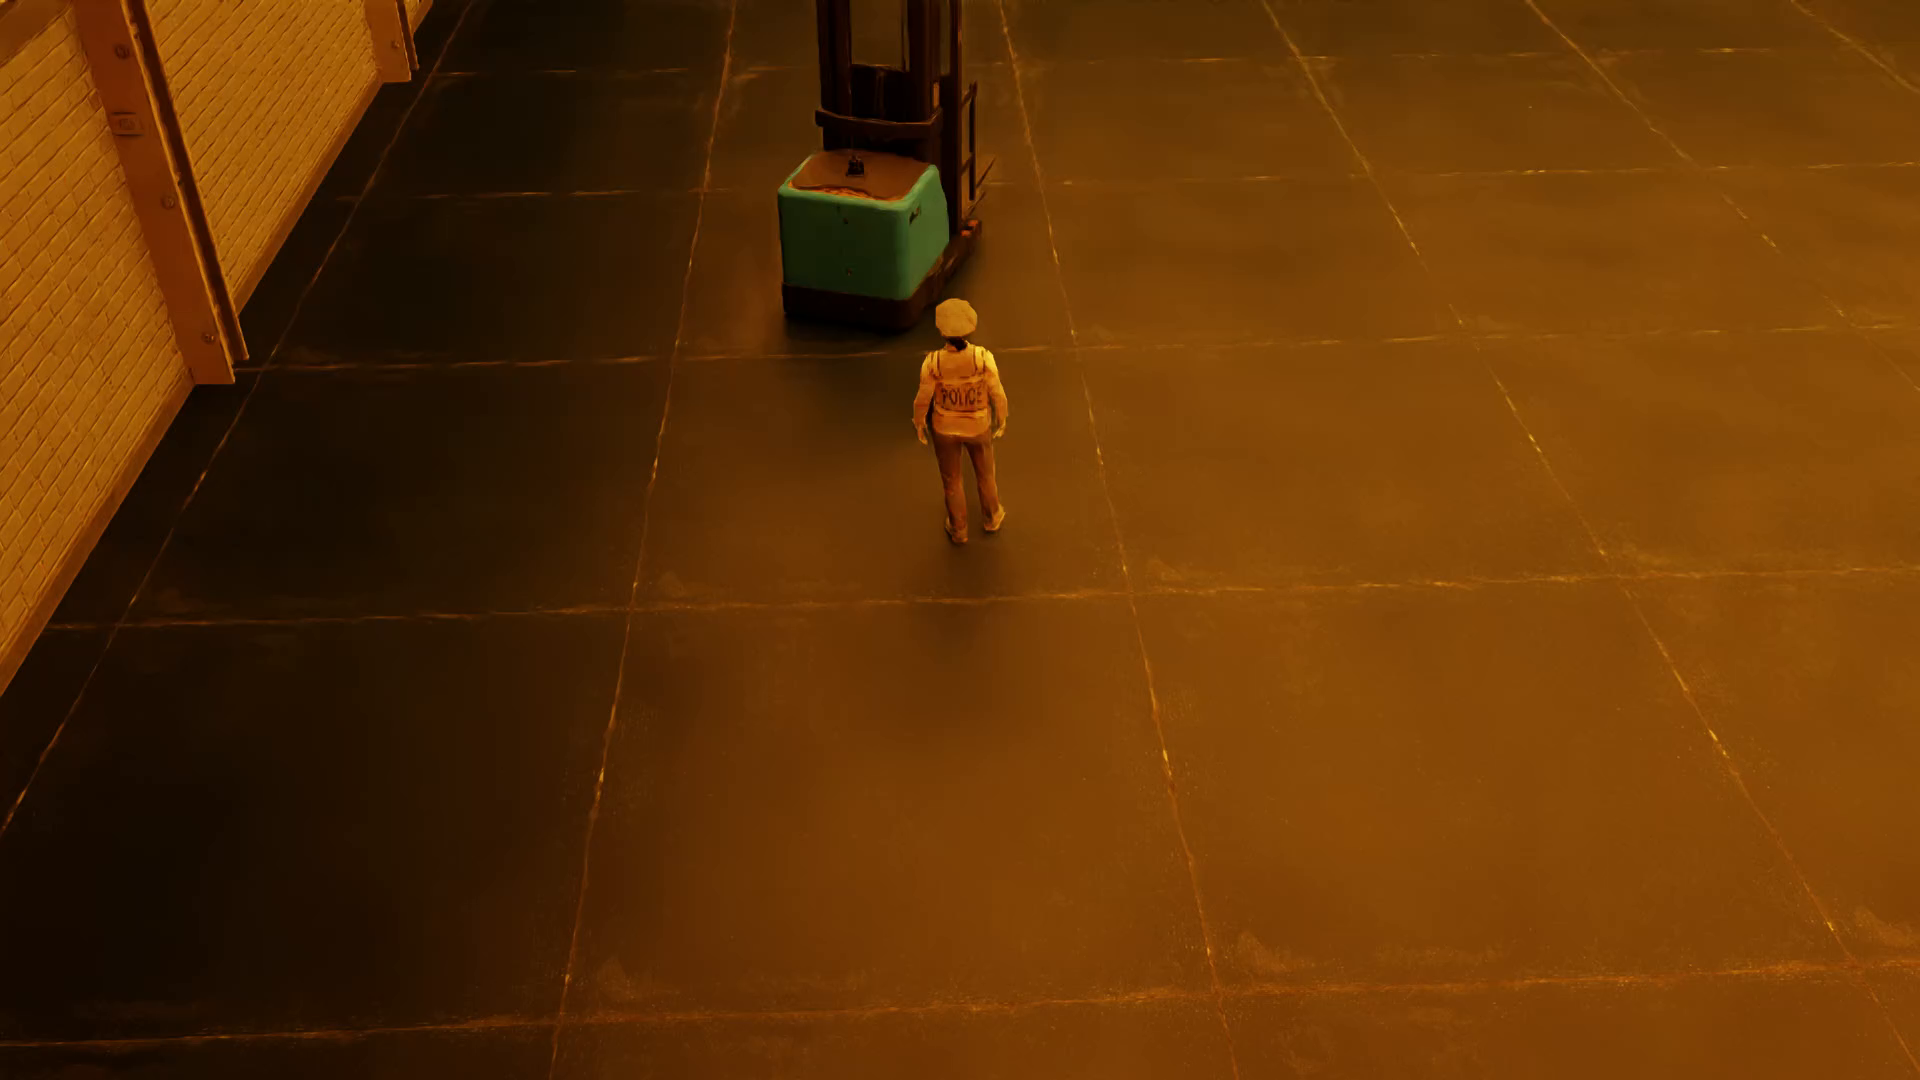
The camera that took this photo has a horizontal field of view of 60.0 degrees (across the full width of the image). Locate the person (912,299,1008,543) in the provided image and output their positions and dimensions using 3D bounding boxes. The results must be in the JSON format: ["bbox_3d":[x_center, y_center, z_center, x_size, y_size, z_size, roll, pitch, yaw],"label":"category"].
[{"bbox_3d":[0.004,-0.731,10.052,0.586,1.695,0.533,-2,36,-2],"label":"person"}]

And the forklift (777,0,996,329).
[{"bbox_3d":[-0.447,-3.647,13.018,1.130,2.935,3.031,10,37,14],"label":"forklift"}]
